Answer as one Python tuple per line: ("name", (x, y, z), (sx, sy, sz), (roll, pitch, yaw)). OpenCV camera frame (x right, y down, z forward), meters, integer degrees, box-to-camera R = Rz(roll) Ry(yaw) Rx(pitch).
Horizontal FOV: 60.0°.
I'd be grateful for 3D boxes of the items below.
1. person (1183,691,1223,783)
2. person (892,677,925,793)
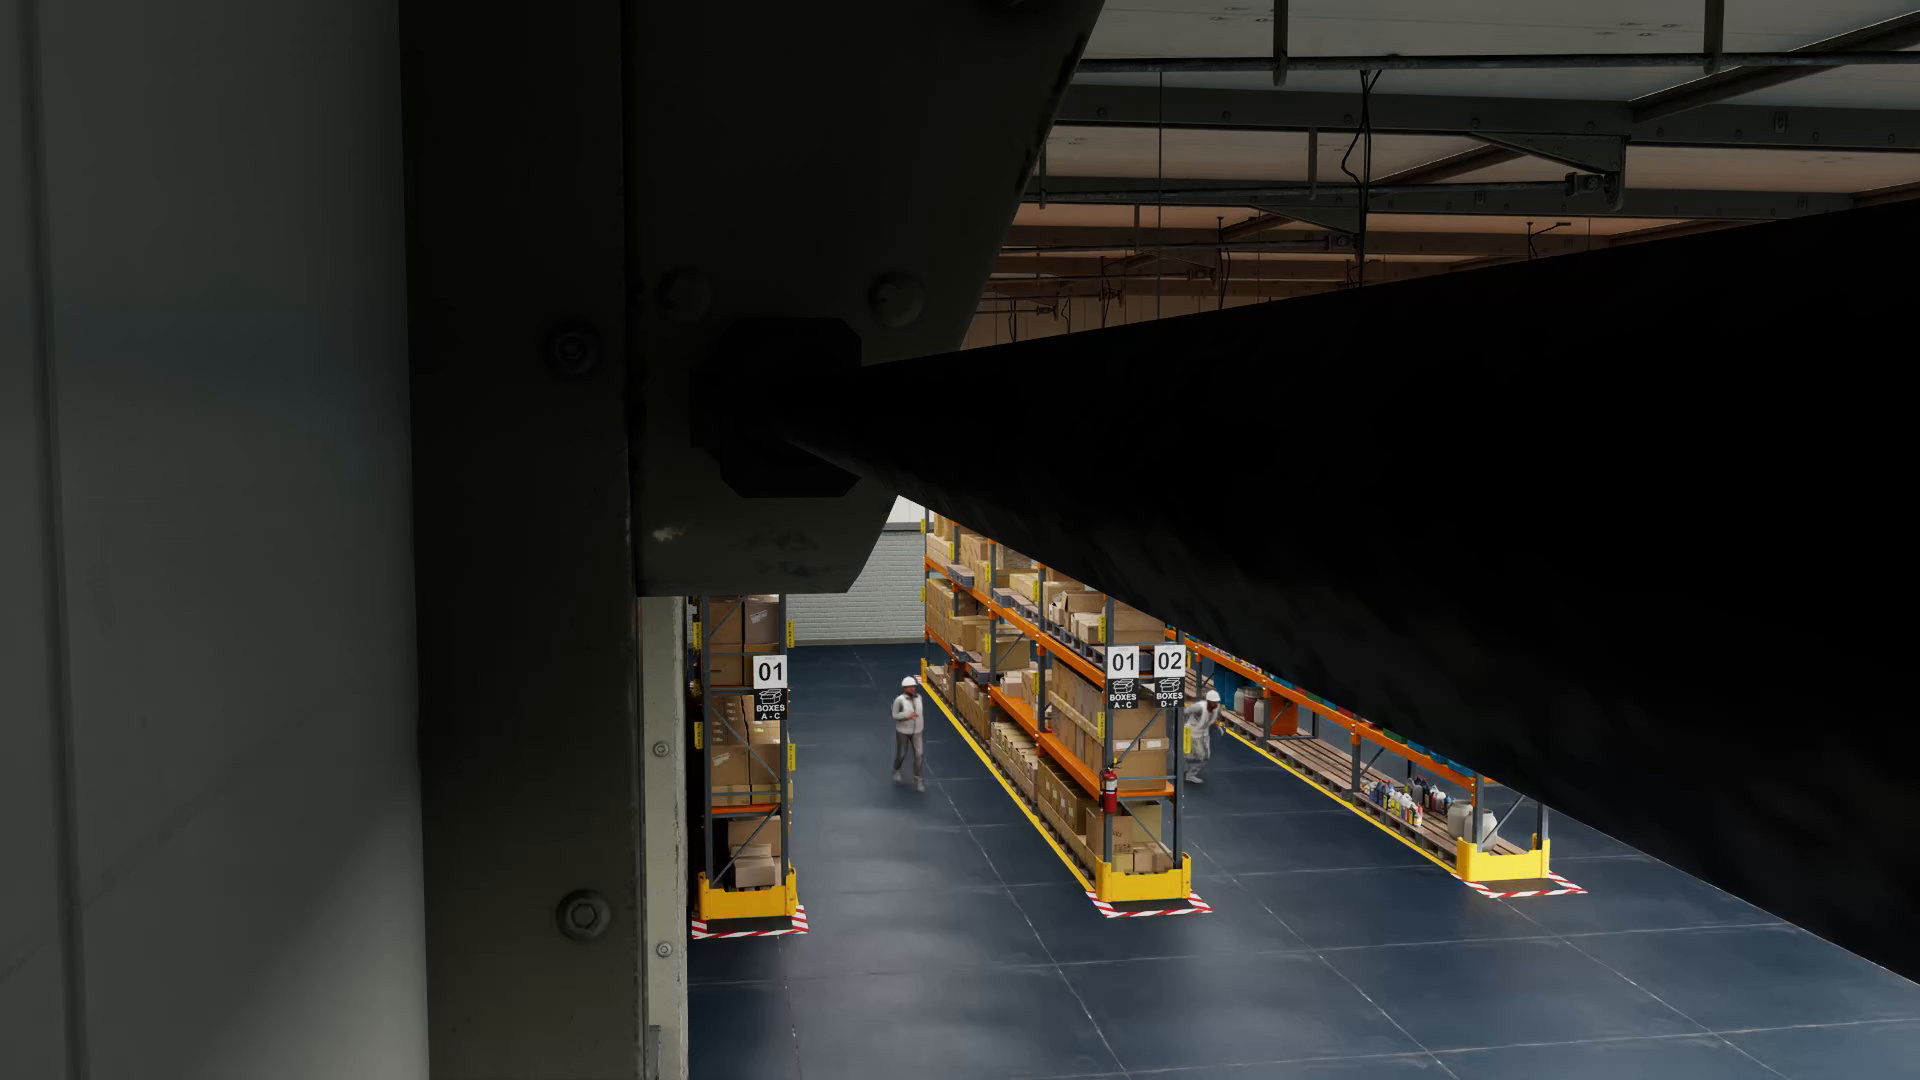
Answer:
("person", (3.862, 3.182, 26.891), (0.711, 1.583, 0.868), (-3, 6, -34))
("person", (-0.830, 3.080, 26.667), (0.636, 1.804, 0.907), (-2, 6, -25))
